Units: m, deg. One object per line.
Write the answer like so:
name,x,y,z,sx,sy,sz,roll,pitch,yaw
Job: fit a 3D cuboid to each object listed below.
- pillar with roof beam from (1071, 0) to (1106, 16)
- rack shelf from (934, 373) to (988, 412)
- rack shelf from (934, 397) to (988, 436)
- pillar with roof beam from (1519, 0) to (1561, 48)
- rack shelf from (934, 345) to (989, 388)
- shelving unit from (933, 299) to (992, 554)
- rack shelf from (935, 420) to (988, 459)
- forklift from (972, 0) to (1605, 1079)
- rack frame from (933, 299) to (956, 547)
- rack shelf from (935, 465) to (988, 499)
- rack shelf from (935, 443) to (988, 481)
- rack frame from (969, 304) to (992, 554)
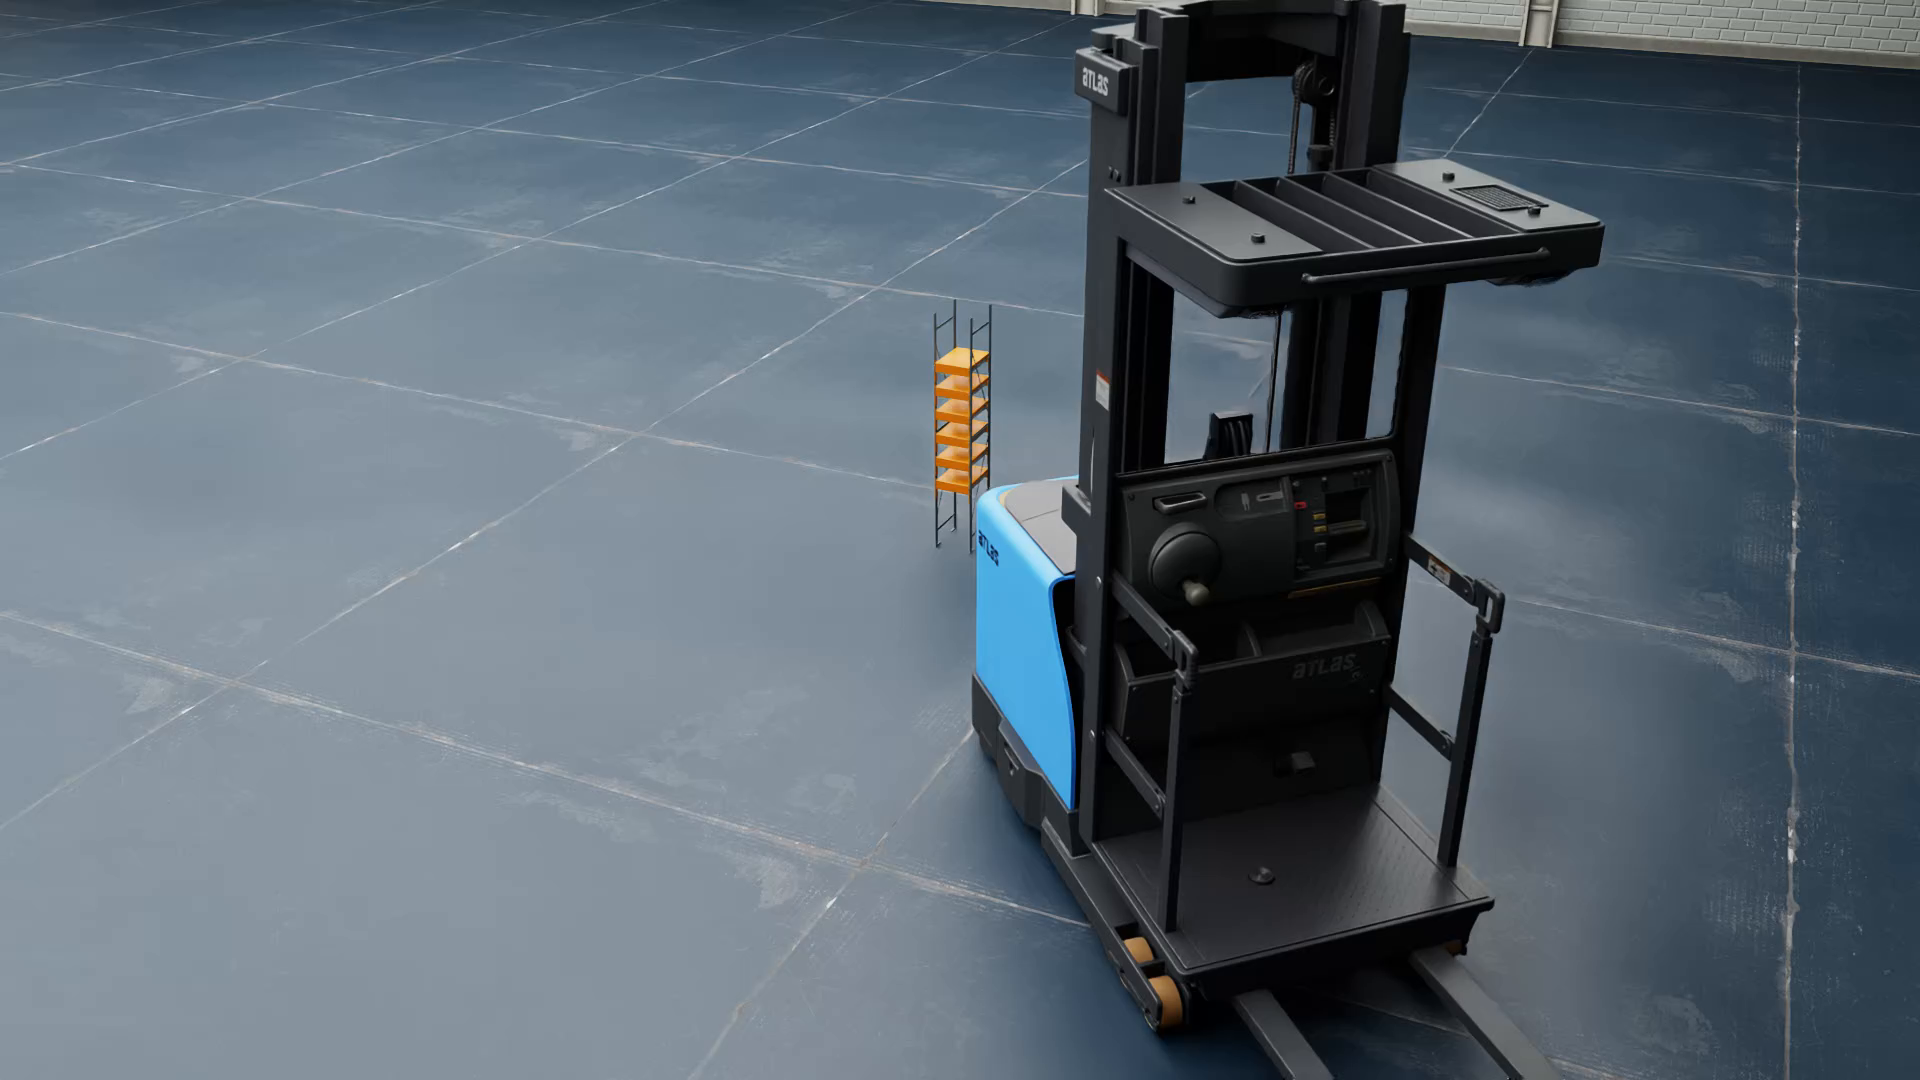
pillar with roof beam,-0.003,-9.621,17.603,0.400,9.000,9.100,11,28,22
rack shelf,0.013,-0.711,7.893,0.180,0.103,0.258,11,28,22
rack shelf,0.013,-0.603,7.946,0.180,0.103,0.258,11,28,22
pillar with roof beam,5.459,-8.524,15.375,0.400,9.000,9.100,11,28,22
rack shelf,0.013,-0.819,7.840,0.180,0.103,0.258,11,28,22
shelving unit,0.013,-0.536,7.980,0.189,1.200,0.258,11,28,22
rack shelf,0.013,-0.496,7.999,0.180,0.103,0.258,11,28,22
forklift,1.006,0.002,4.927,1.130,2.935,3.031,-9,27,-17
rack frame,-0.070,-0.552,8.014,0.006,1.200,0.240,11,28,22
rack shelf,0.013,-0.280,8.105,0.180,0.103,0.258,11,28,22
rack shelf,0.013,-0.388,8.052,0.180,0.103,0.258,11,28,22
rack frame,0.096,-0.519,7.946,0.006,1.200,0.240,11,28,22
